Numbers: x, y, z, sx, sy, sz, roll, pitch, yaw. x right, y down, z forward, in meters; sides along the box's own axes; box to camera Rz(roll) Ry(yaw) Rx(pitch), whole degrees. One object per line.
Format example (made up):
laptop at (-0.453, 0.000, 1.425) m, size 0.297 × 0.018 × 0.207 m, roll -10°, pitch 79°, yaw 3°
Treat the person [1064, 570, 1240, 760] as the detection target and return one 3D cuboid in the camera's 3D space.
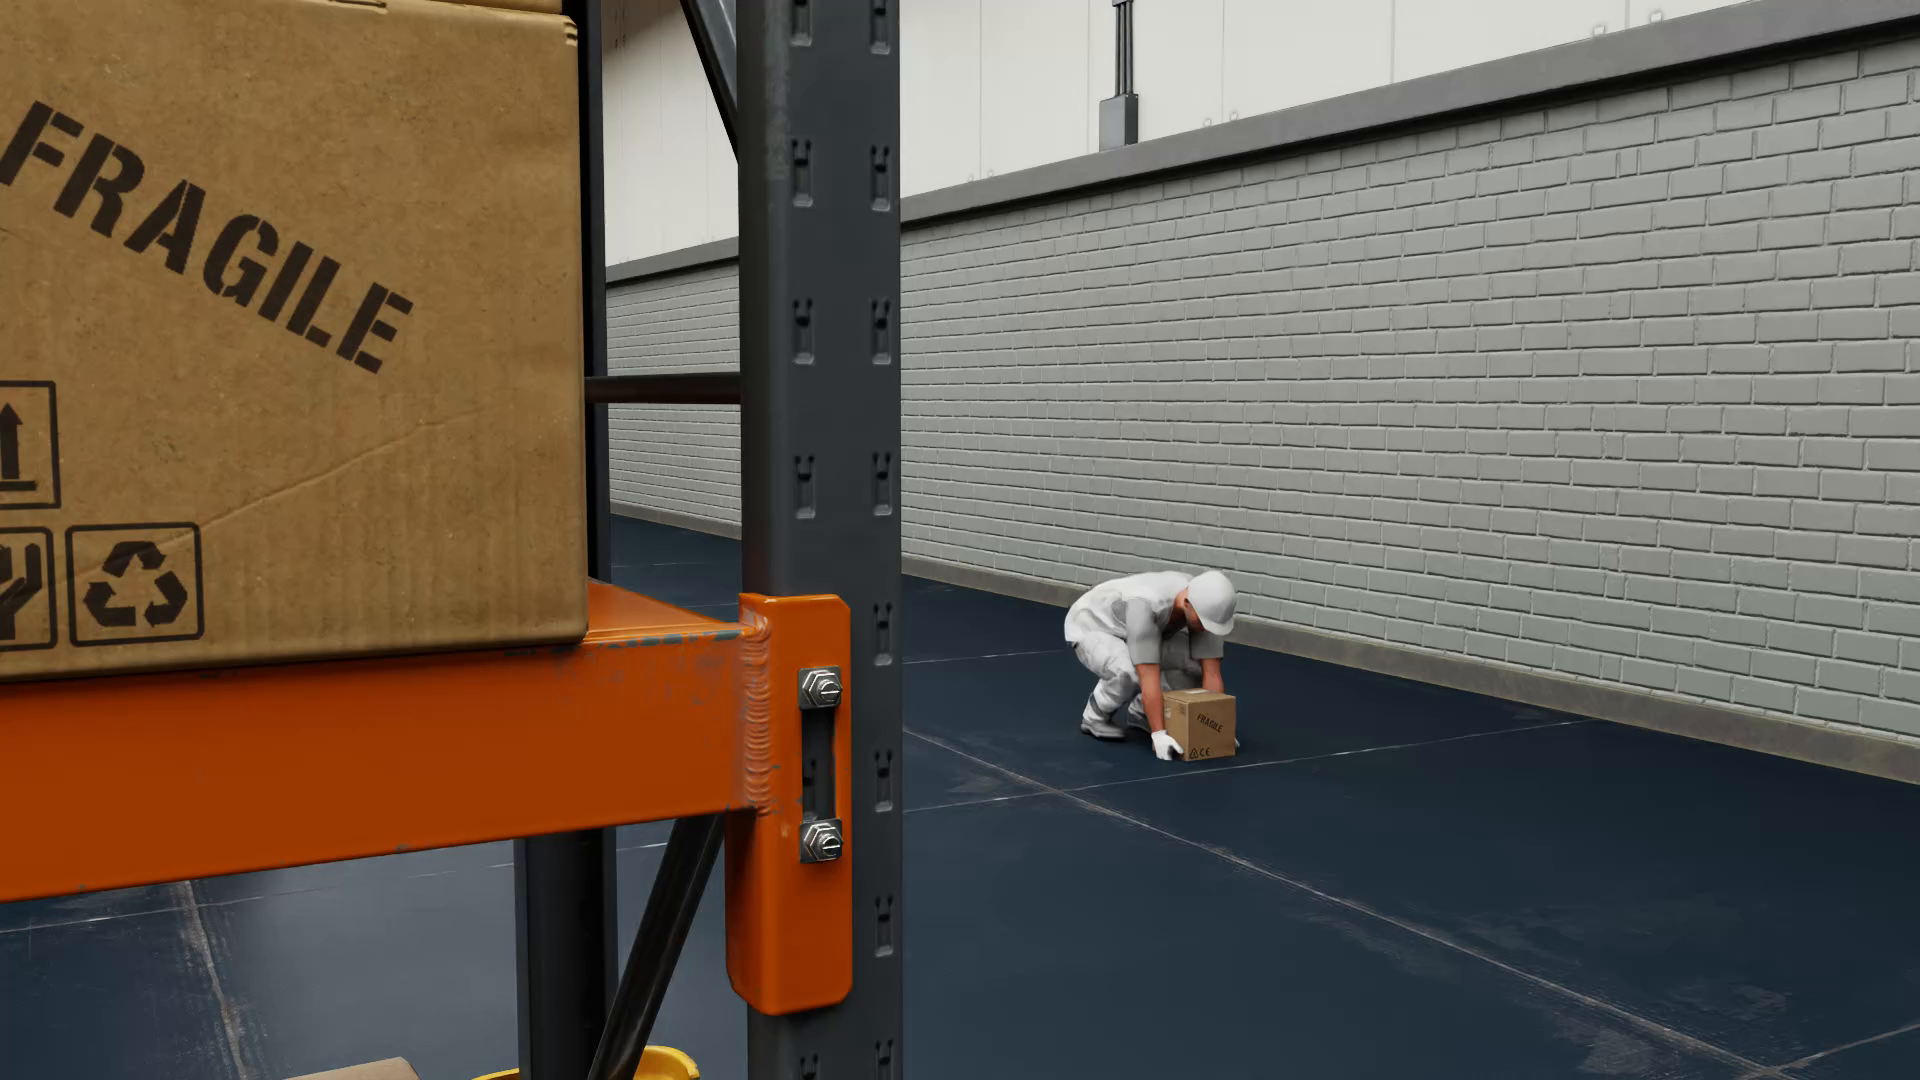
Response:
person at (0.841, 0.530, 7.249) m, size 0.538 × 0.856 × 0.933 m, roll -3°, pitch 6°, yaw -30°
